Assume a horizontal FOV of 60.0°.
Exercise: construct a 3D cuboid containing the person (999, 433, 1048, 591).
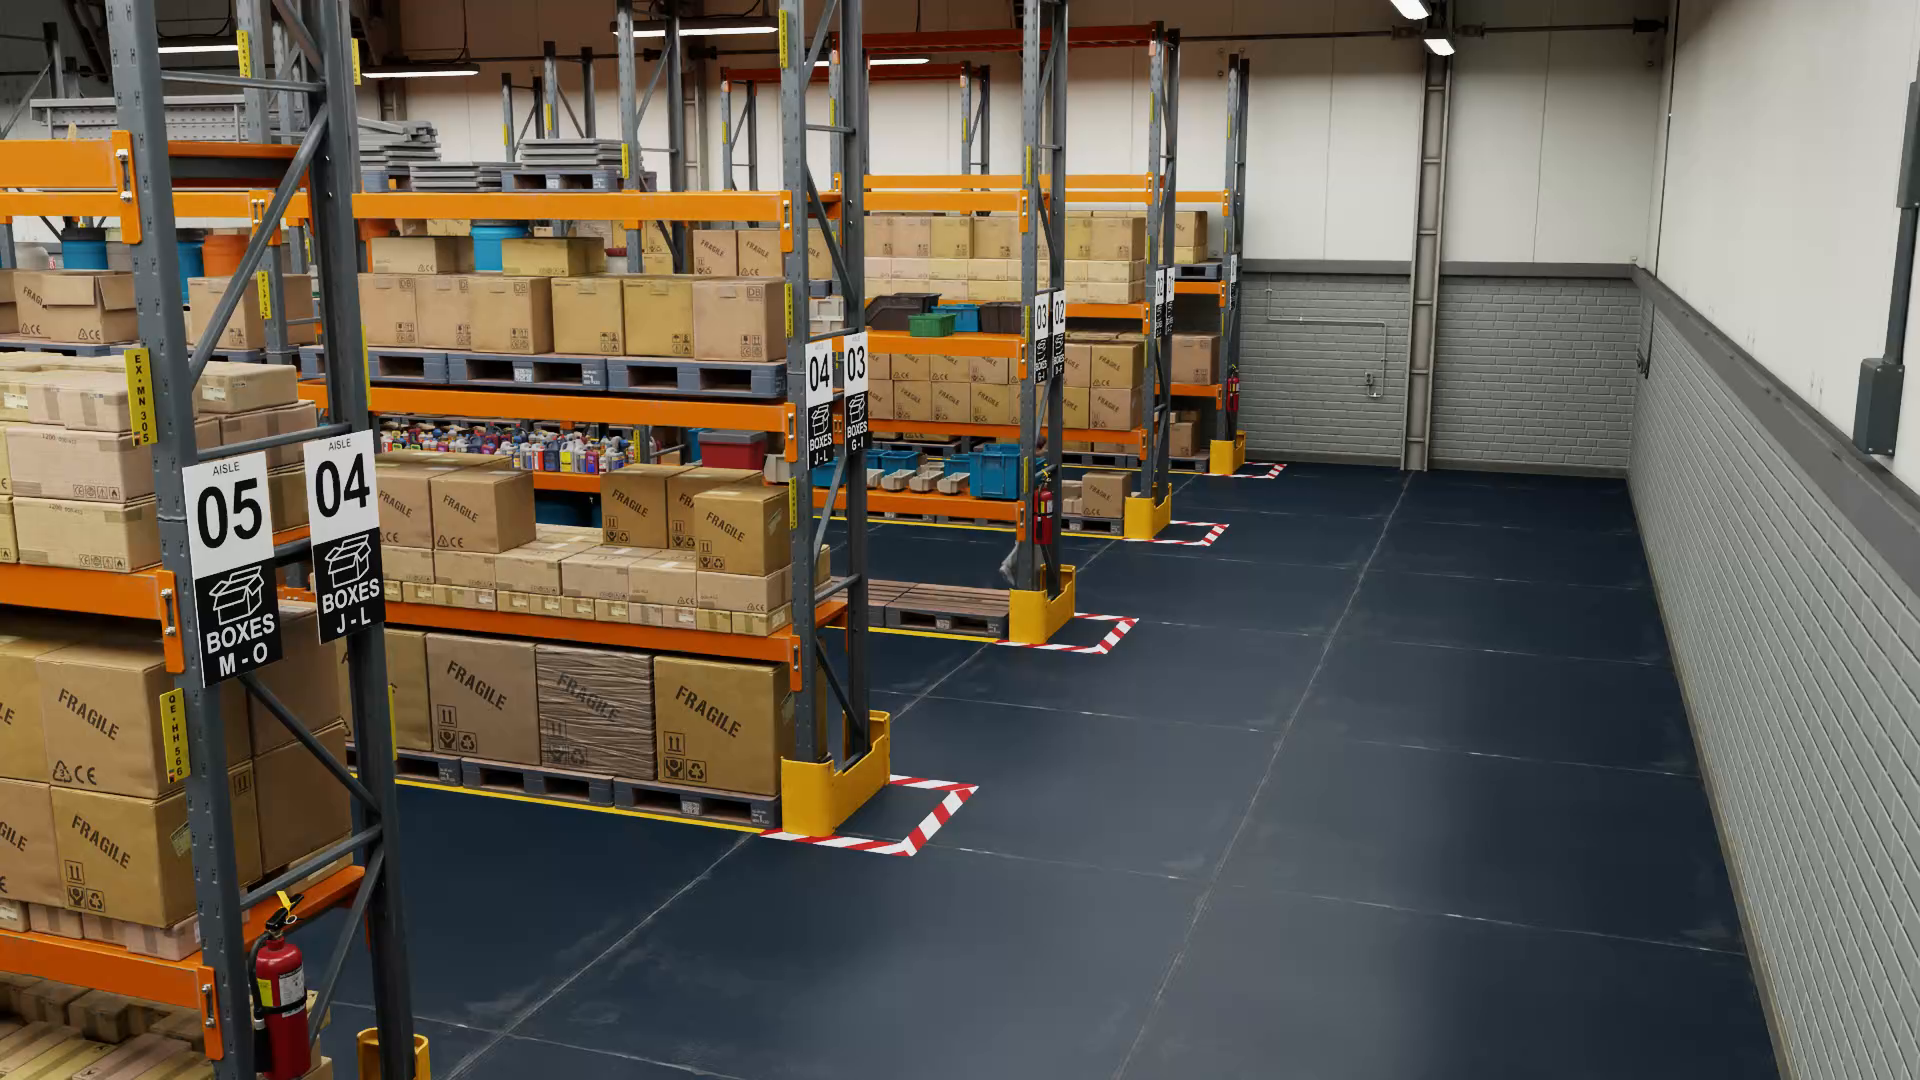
[{"bbox_3d":[0.705,-0.295,17.282,0.571,1.663,0.472,-4,12,-16],"label":"person"}]
